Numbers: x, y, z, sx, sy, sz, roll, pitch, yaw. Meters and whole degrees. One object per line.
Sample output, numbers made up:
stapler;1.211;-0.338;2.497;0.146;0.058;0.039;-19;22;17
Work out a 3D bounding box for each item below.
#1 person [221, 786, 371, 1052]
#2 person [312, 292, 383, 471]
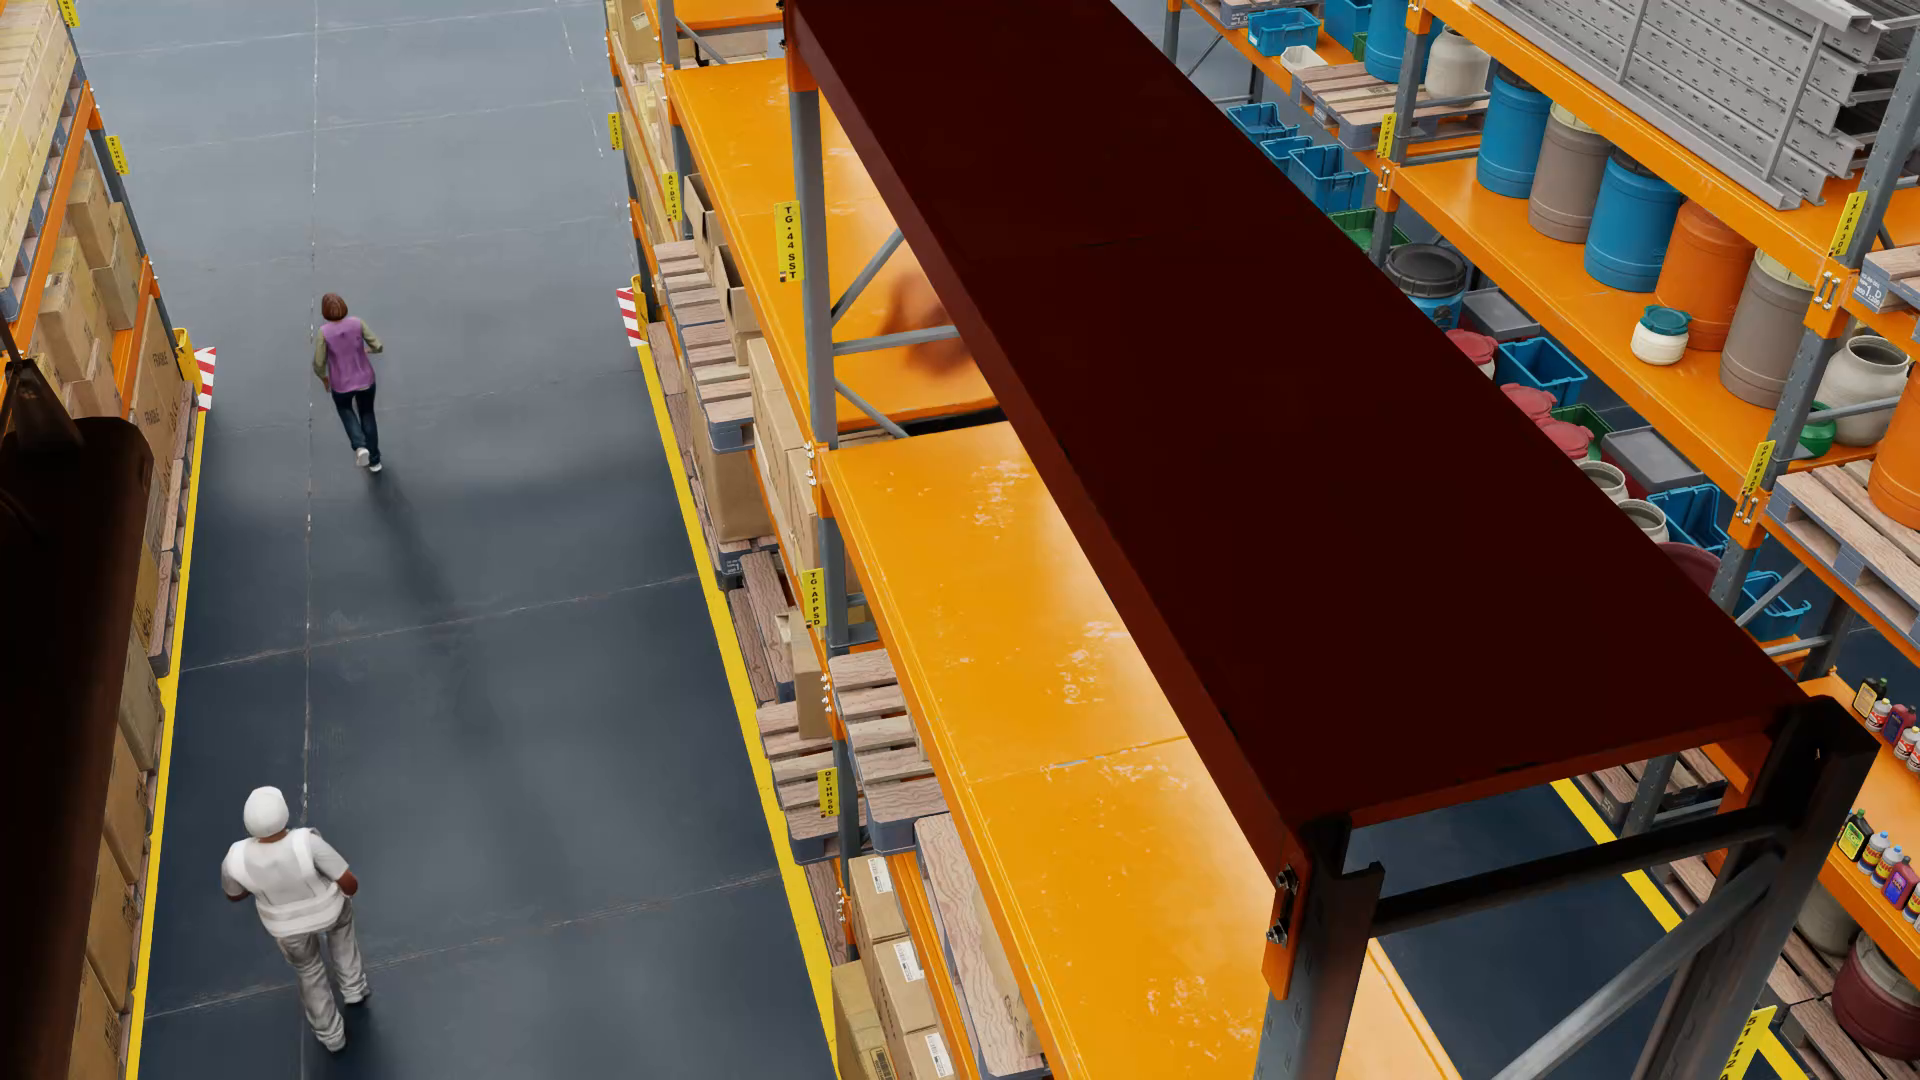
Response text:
person;-3.501;1.995;8.913;0.668;1.842;0.654;-12;40;-14
person;-4.808;-1.267;13.166;0.553;1.563;0.525;-19;42;-22
